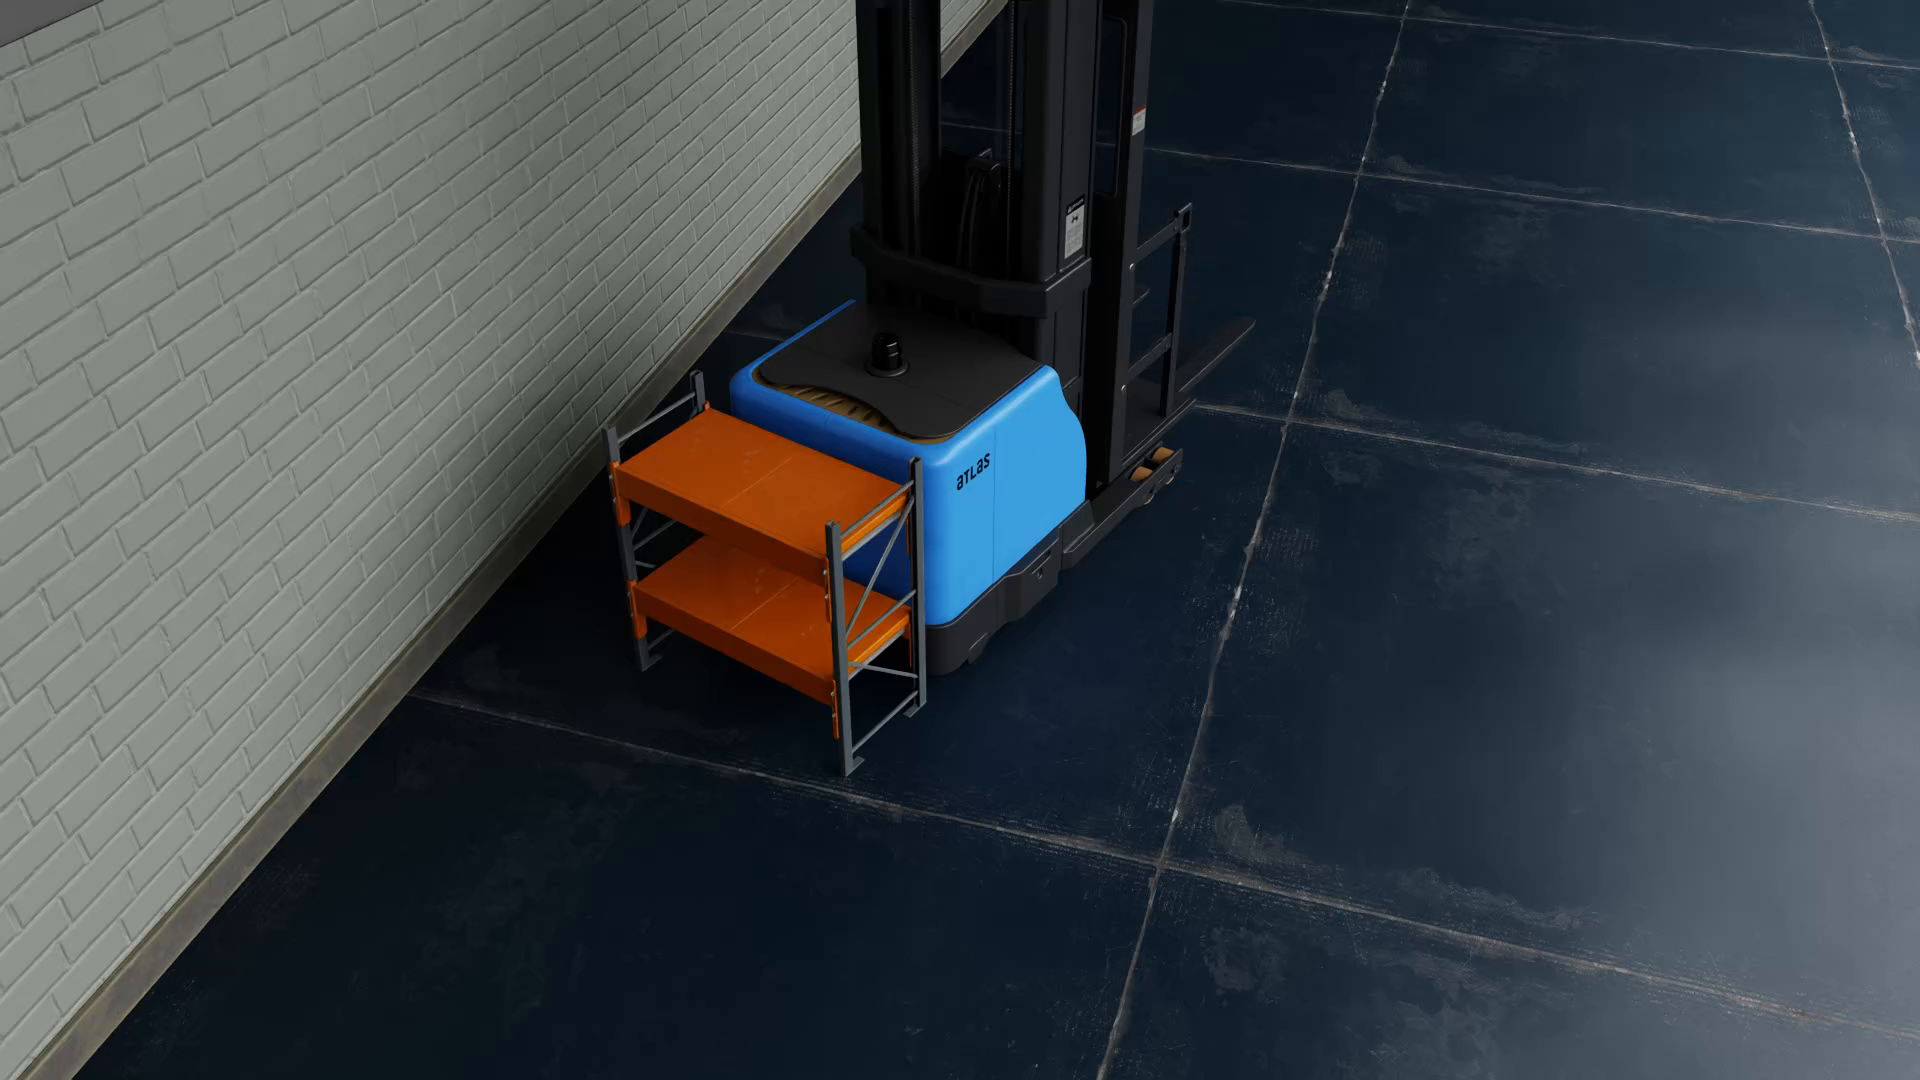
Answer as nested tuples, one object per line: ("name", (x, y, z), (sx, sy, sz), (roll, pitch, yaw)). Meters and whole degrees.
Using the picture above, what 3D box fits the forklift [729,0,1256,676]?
("forklift", (0.358, -1.488, 6.799), (1.130, 2.935, 3.031), (22, 42, 27))

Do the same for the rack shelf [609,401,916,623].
("rack shelf", (-0.701, -0.122, 5.973), (1.000, 0.278, 0.538), (23, 42, 28))

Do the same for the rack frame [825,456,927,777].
("rack frame", (-0.285, 0.287, 5.911), (0.032, 1.125, 0.500), (23, 42, 28))

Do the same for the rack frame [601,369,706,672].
("rack frame", (-1.117, -0.059, 6.382), (0.032, 1.125, 0.500), (23, 42, 28))

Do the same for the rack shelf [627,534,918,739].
("rack shelf", (-0.701, 0.311, 6.291), (1.000, 0.278, 0.538), (23, 42, 28))

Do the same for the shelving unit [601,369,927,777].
("shelving unit", (-0.701, 0.114, 6.146), (1.048, 1.125, 0.538), (23, 42, 28))
